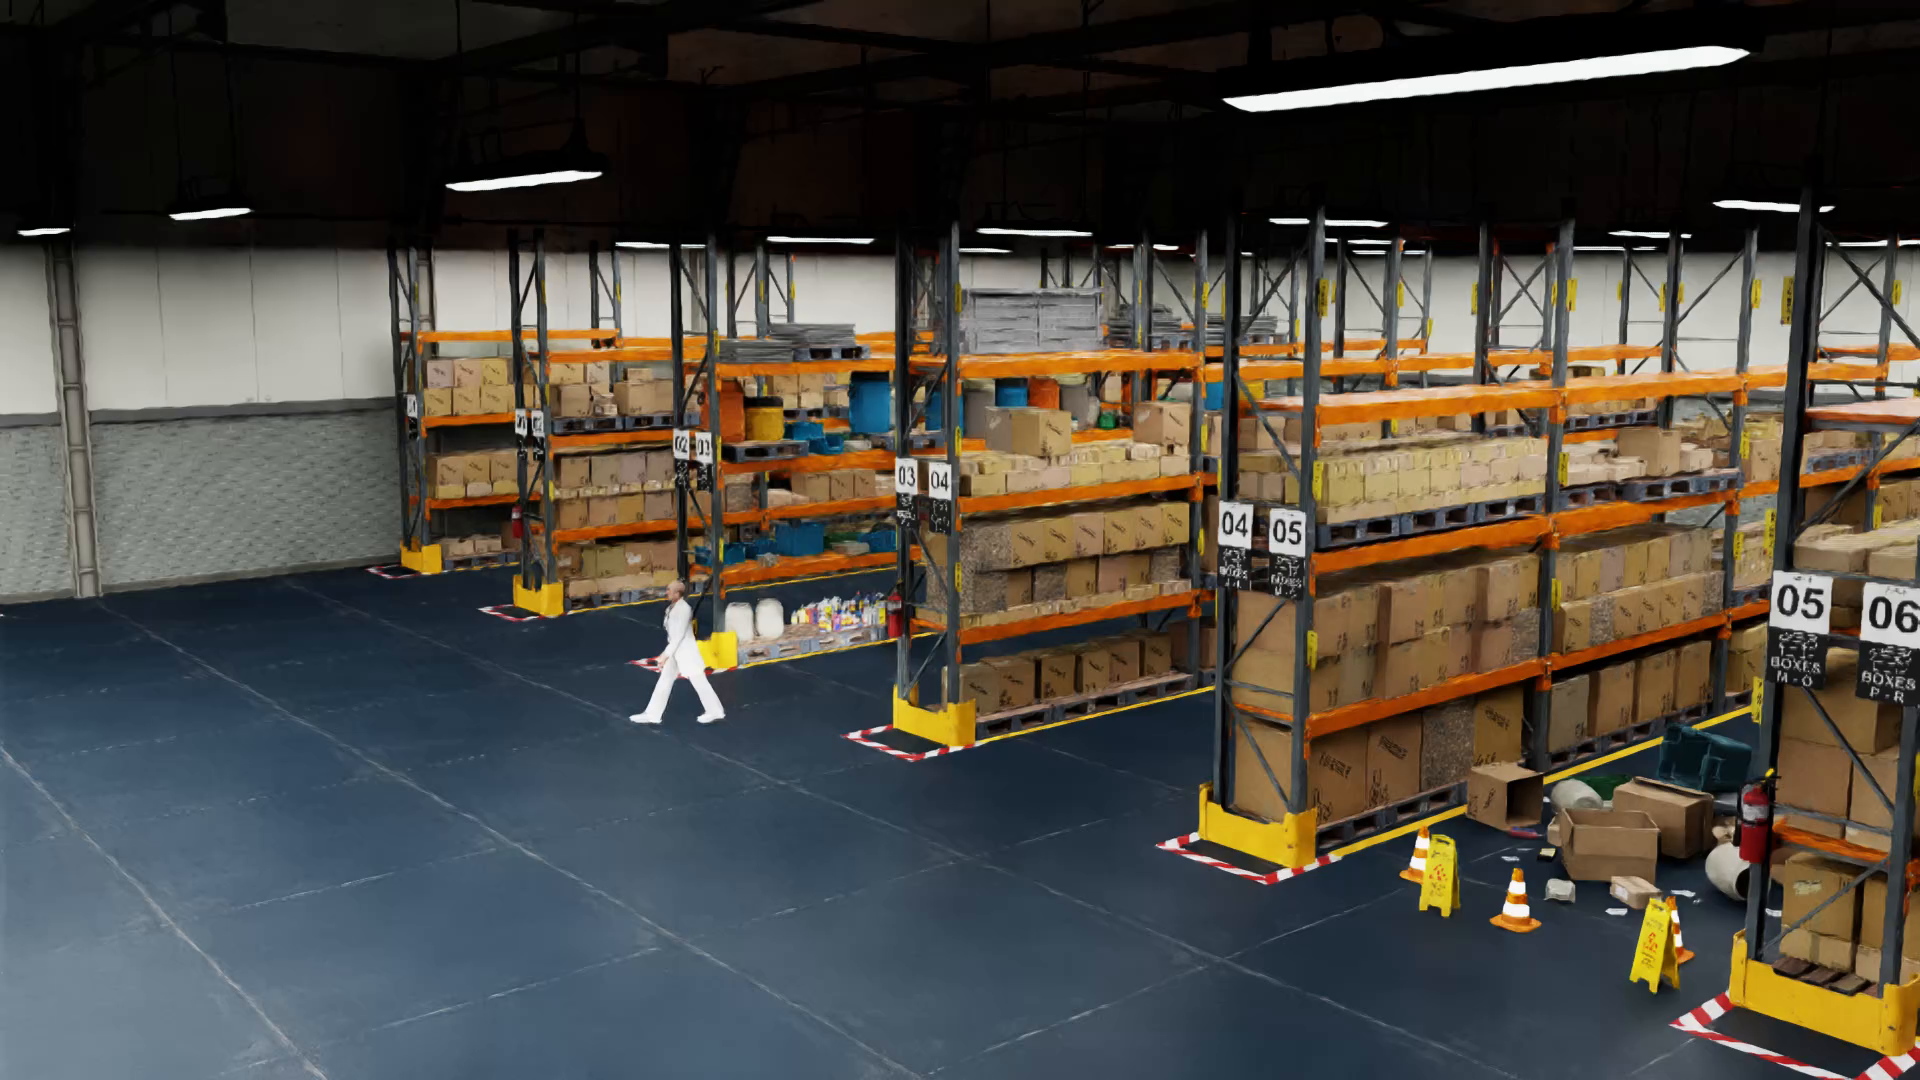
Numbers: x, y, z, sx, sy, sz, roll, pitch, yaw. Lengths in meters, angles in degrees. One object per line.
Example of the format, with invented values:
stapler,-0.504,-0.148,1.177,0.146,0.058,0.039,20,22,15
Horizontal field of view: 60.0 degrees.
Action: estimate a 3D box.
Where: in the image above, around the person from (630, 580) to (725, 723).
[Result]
person,-3.310,1.314,19.501,1.089,1.712,0.576,-5,10,-30
